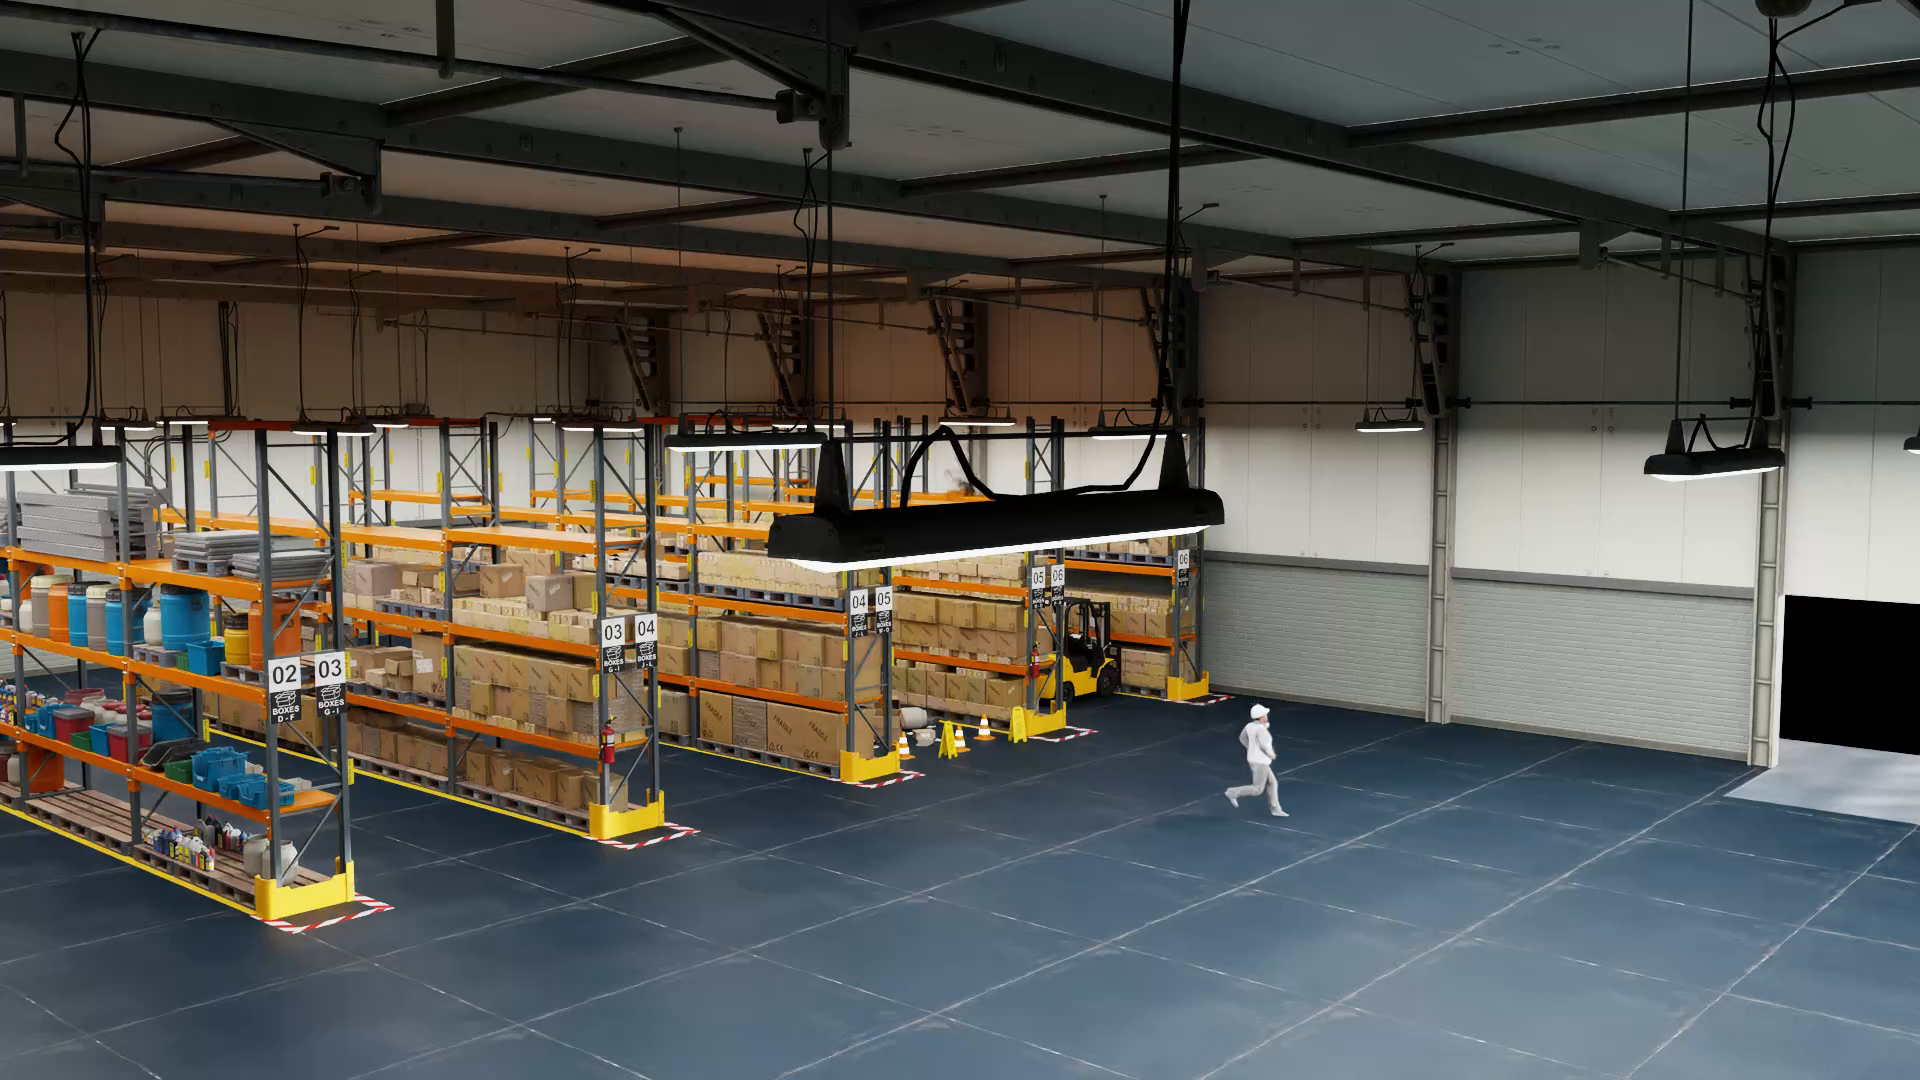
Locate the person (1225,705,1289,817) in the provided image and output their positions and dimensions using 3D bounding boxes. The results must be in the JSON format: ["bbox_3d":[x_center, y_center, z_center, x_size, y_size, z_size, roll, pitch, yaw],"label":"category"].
[{"bbox_3d":[4.521,3.381,25.268,1.049,1.764,0.638,0,5,-5],"label":"person"}]

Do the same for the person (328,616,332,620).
[{"bbox_3d":[-13.778,2.484,36.428,0.586,1.650,0.638,-4,6,-41],"label":"person"}]
